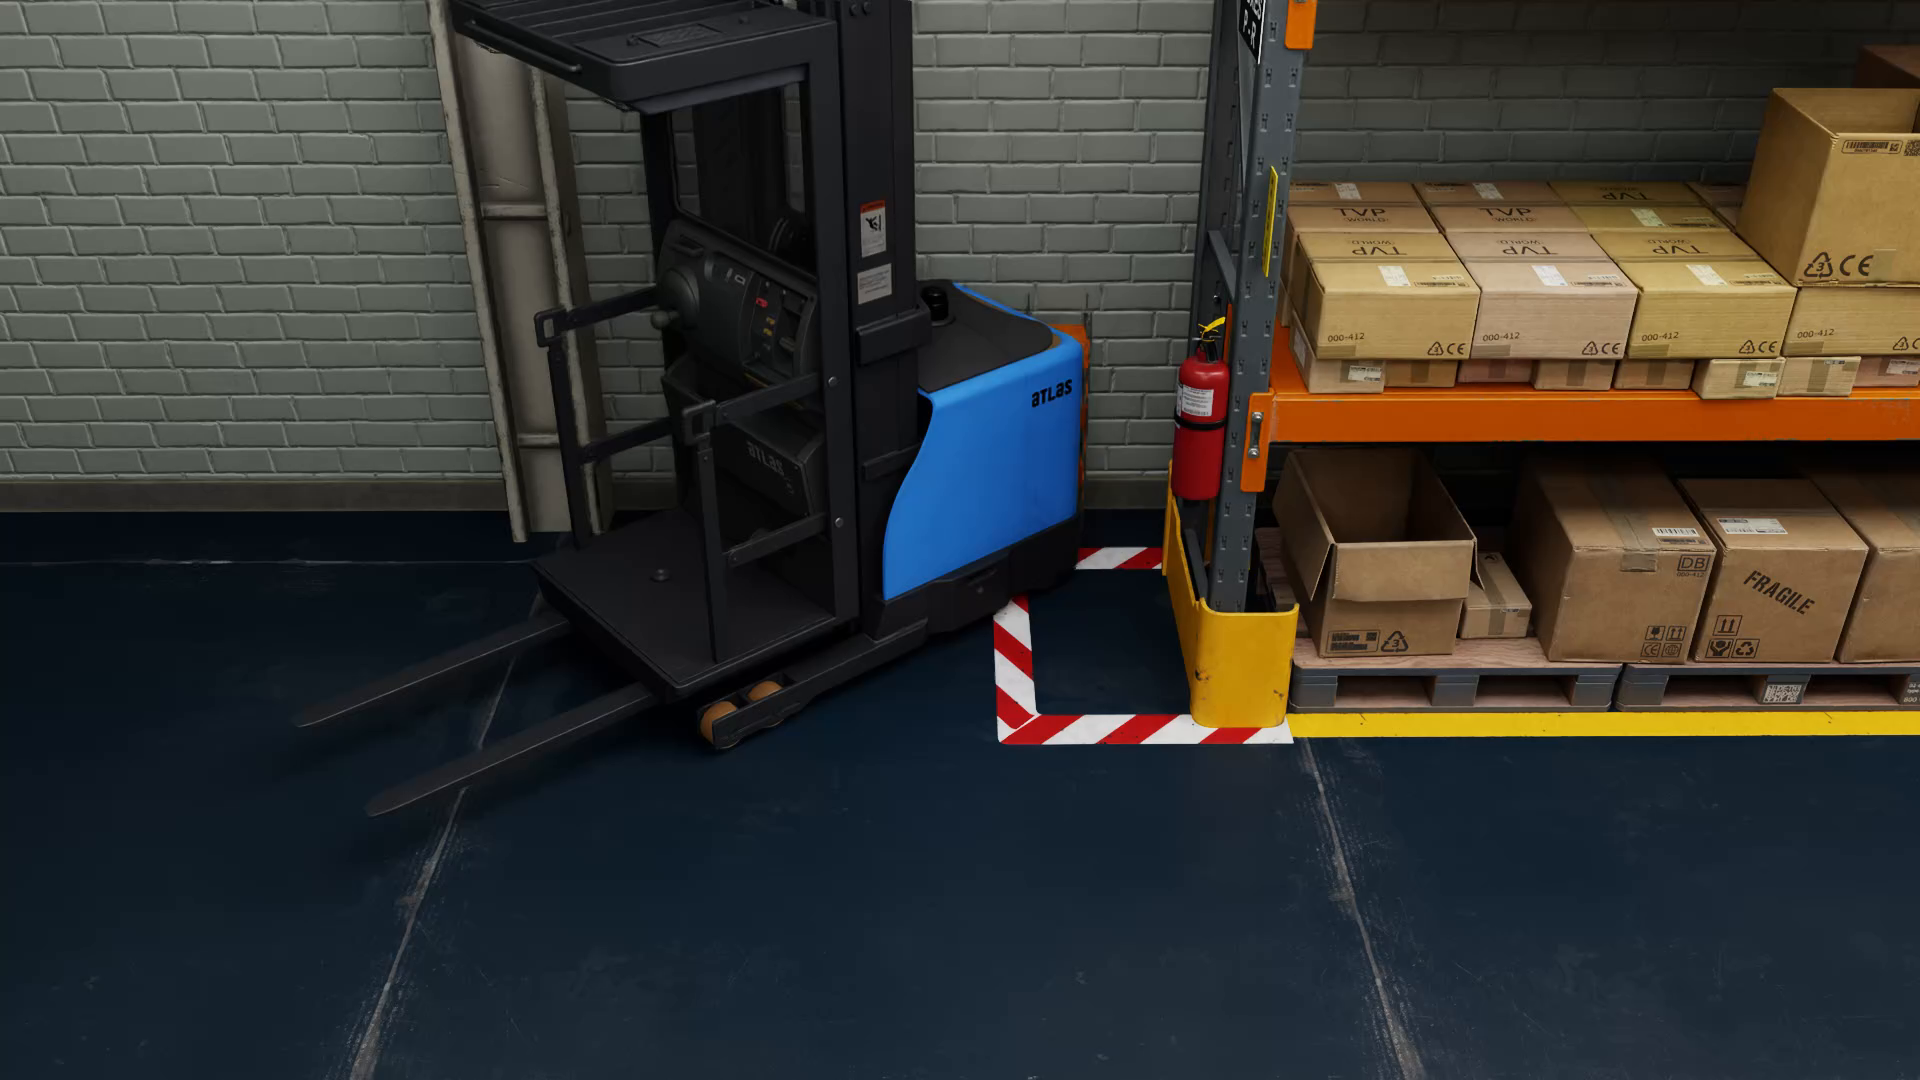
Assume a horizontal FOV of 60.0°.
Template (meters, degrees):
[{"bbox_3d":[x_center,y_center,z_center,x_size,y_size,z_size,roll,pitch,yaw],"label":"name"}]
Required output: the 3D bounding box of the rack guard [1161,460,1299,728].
[{"bbox_3d":[1.029,0.173,6.482,0.348,0.500,1.175,0,31,0],"label":"rack guard"}]

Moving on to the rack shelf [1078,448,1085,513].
[{"bbox_3d":[0.409,-0.278,7.252,0.240,0.259,0.215,-1,31,-2],"label":"rack shelf"}]

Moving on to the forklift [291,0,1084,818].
[{"bbox_3d":[-0.956,-0.809,5.757,3.031,2.935,1.130,-24,38,-33],"label":"forklift"}]

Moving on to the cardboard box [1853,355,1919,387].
[{"bbox_3d":[3.093,-0.672,5.709,0.250,0.149,0.380,0,31,0],"label":"cardboard box"}]

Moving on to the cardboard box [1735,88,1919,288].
[{"bbox_3d":[2.909,-1.145,5.381,0.500,0.500,0.500,1,31,1],"label":"cardboard box"}]

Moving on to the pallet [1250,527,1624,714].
[{"bbox_3d":[1.827,0.294,6.562,1.213,0.211,1.003,0,31,0],"label":"pallet"}]

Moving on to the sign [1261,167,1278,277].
[{"bbox_3d":[0.957,-0.984,5.145,0.005,0.325,0.100,0,31,0],"label":"sign"}]

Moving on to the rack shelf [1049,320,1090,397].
[{"bbox_3d":[0.409,-0.758,6.961,0.240,0.259,0.215,-1,31,-2],"label":"rack shelf"}]

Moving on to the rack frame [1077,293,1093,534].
[{"bbox_3d":[0.531,-0.527,7.106,0.008,1.050,0.200,-1,31,-2],"label":"rack frame"}]

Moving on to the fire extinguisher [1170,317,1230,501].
[{"bbox_3d":[0.809,-0.462,5.554,0.183,0.674,0.296,0,31,0],"label":"fire extinguisher"}]

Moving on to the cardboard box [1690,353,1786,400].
[{"bbox_3d":[2.572,-0.625,5.630,0.250,0.149,0.380,-1,31,-2],"label":"cardboard box"}]

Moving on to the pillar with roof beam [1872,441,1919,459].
[{"bbox_3d":[4.278,-1.705,1.384,0.400,9.000,9.100,0,31,0],"label":"pillar with roof beam"}]

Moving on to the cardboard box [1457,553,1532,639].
[{"bbox_3d":[1.991,0.210,6.355,0.250,0.149,0.380,-1,31,-2],"label":"cardboard box"}]

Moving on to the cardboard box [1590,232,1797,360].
[{"bbox_3d":[2.420,-0.825,5.575,0.500,0.250,0.500,-1,31,-1],"label":"cardboard box"}]

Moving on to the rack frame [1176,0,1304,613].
[{"bbox_3d":[0.953,-0.895,5.833,0.127,3.000,1.000,0,31,0],"label":"rack frame"}]

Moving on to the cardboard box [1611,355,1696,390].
[{"bbox_3d":[2.319,-0.663,5.693,0.250,0.149,0.380,0,31,0],"label":"cardboard box"}]

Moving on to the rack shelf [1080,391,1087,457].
[{"bbox_3d":[0.409,-0.516,7.108,0.240,0.259,0.215,-1,31,-2],"label":"rack shelf"}]

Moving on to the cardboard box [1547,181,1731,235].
[{"bbox_3d":[2.423,-1.097,6.024,0.500,0.250,0.500,1,31,1],"label":"cardboard box"}]

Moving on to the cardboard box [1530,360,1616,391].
[{"bbox_3d":[2.054,-0.659,5.686,0.250,0.149,0.380,1,31,1],"label":"cardboard box"}]

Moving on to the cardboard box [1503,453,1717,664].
[{"bbox_3d":[2.421,0.059,6.266,0.500,0.500,0.700,1,31,2],"label":"cardboard box"}]

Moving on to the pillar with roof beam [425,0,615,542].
[{"bbox_3d":[-1.722,-1.686,1.353,0.400,9.000,9.100,0,31,0],"label":"pillar with roof beam"}]

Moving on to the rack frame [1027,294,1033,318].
[{"bbox_3d":[0.287,-0.522,7.099,0.008,1.050,0.200,-1,31,-2],"label":"rack frame"}]

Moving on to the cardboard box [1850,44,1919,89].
[{"bbox_3d":[3.463,-1.424,5.841,0.500,0.500,0.500,-1,31,-2],"label":"cardboard box"}]

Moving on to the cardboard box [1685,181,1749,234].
[{"bbox_3d":[2.945,-1.099,6.027,0.500,0.250,0.500,0,31,0],"label":"cardboard box"}]

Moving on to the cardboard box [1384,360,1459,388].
[{"bbox_3d":[1.538,-0.671,5.706,0.250,0.149,0.380,1,31,1],"label":"cardboard box"}]

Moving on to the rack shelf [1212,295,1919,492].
[{"bbox_3d":[2.953,-0.594,6.030,4.000,0.370,1.077,0,31,0],"label":"rack shelf"}]

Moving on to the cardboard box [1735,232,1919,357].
[{"bbox_3d":[2.931,-0.837,5.596,0.500,0.250,0.500,-1,31,-2],"label":"cardboard box"}]

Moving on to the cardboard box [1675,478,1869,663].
[{"bbox_3d":[2.950,0.109,6.183,0.500,0.500,0.500,0,31,1],"label":"cardboard box"}]

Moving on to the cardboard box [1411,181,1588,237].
[{"bbox_3d":[1.927,-1.098,6.026,0.500,0.250,0.500,0,31,0],"label":"cardboard box"}]

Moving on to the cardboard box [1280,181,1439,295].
[{"bbox_3d":[1.412,-1.097,6.024,0.500,0.250,0.500,1,31,1],"label":"cardboard box"}]

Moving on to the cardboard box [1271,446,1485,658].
[{"bbox_3d":[1.566,0.040,6.294,0.637,0.503,0.797,-1,31,-2],"label":"cardboard box"}]

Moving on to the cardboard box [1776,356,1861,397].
[{"bbox_3d":[2.835,-0.636,5.649,0.250,0.149,0.380,1,31,1],"label":"cardboard box"}]

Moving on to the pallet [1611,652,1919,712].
[{"bbox_3d":[3.044,0.292,6.566,1.213,0.211,1.003,0,31,0],"label":"pallet"}]

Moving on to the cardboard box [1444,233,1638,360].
[{"bbox_3d":[1.913,-0.821,5.570,0.500,0.250,0.500,0,31,0],"label":"cardboard box"}]

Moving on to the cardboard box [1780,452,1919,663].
[{"bbox_3d":[3.459,0.056,6.271,0.500,0.500,0.700,-1,31,-2],"label":"cardboard box"}]

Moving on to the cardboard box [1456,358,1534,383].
[{"bbox_3d":[1.800,-0.690,5.738,0.250,0.149,0.380,-1,31,-1],"label":"cardboard box"}]

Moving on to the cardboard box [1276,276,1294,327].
[{"bbox_3d":[1.283,-0.928,6.130,0.250,0.149,0.380,-1,31,-1],"label":"cardboard box"}]

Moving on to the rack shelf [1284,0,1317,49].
[{"bbox_3d":[2.953,-1.876,5.252,4.000,0.370,1.077,0,31,0],"label":"rack shelf"}]

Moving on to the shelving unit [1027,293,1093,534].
[{"bbox_3d":[0.409,-0.525,7.102,0.252,1.050,0.215,-1,31,-2],"label":"shelving unit"}]

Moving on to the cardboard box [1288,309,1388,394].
[{"bbox_3d":[1.284,-0.646,5.666,0.250,0.149,0.380,0,31,-1],"label":"cardboard box"}]

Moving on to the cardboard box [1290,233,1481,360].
[{"bbox_3d":[1.409,-0.820,5.567,0.500,0.250,0.500,0,31,0],"label":"cardboard box"}]

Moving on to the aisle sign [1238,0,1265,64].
[{"bbox_3d":[0.887,-1.854,4.908,0.004,0.787,0.394,0,31,0],"label":"aisle sign"}]
